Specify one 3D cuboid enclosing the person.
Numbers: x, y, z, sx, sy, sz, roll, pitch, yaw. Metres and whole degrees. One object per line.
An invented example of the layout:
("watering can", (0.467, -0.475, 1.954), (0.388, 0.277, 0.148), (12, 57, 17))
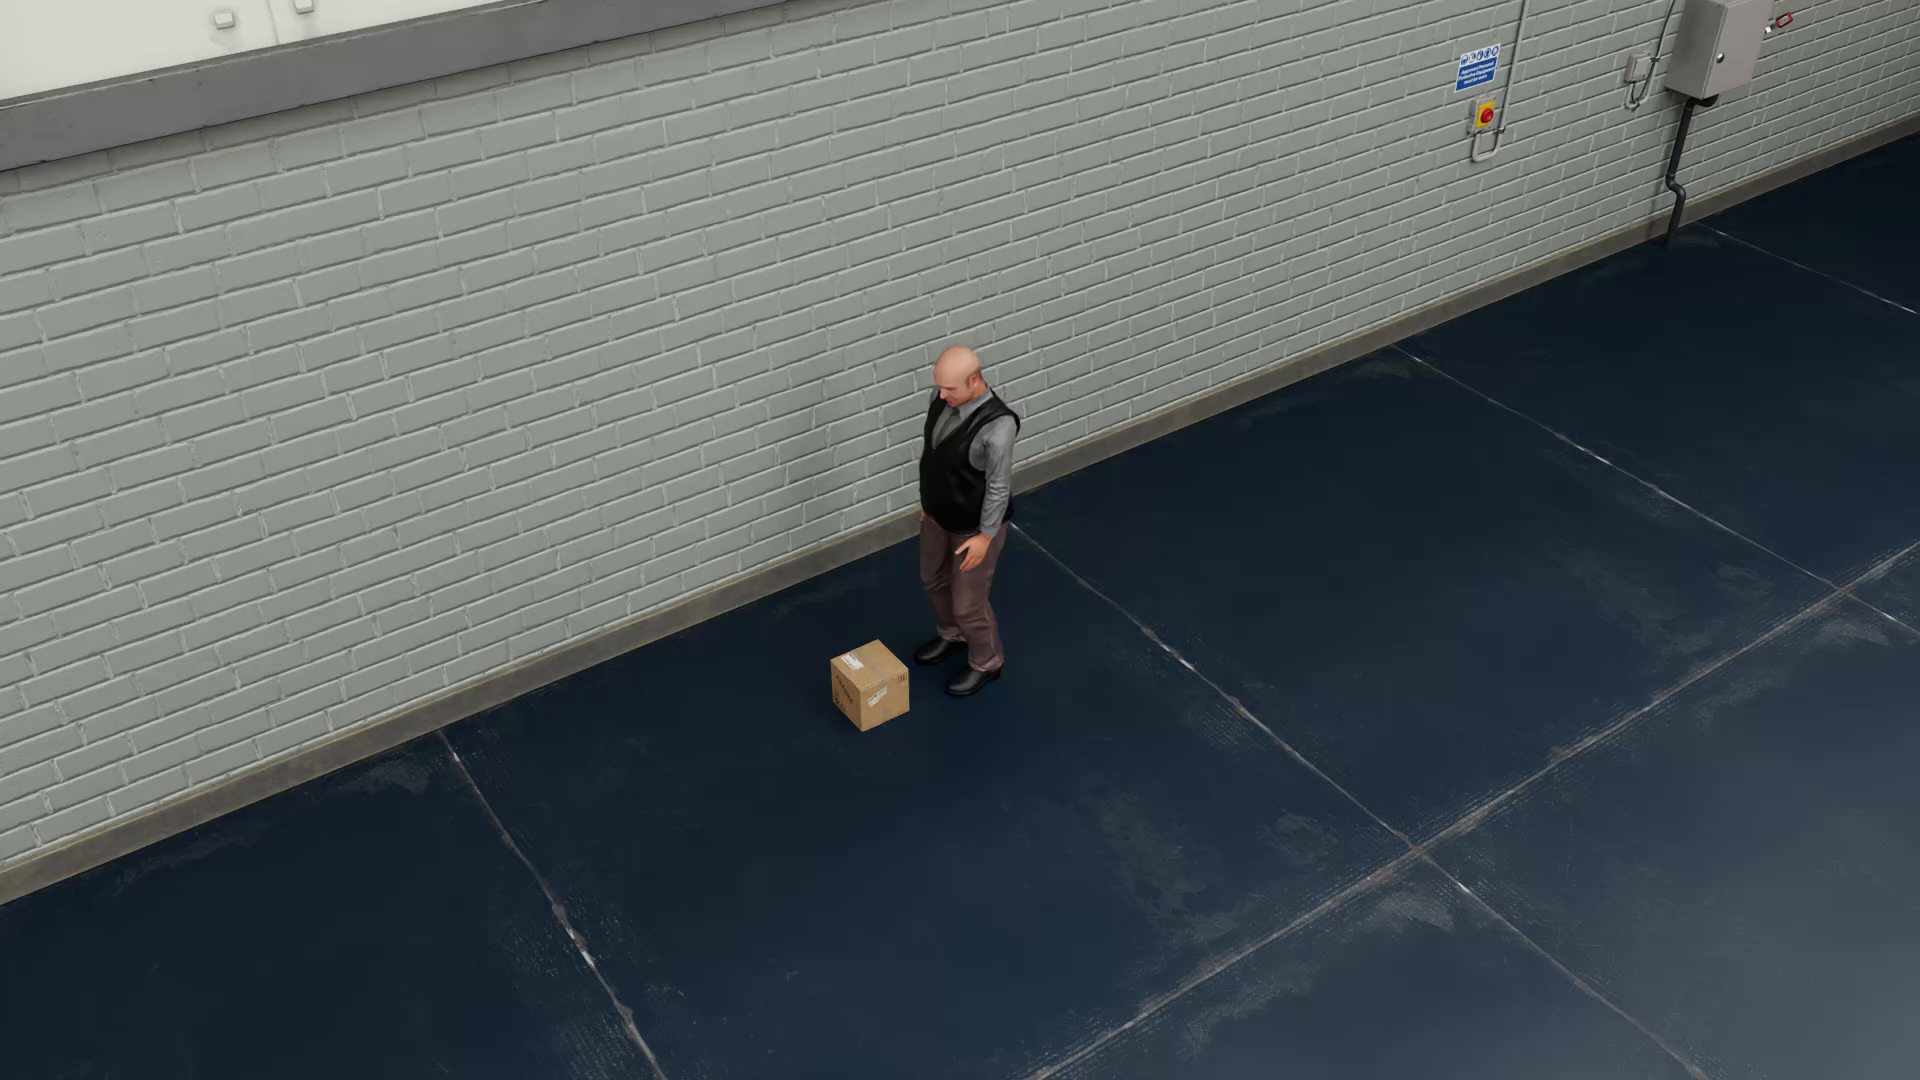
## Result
("person", (0.028, -0.093, 7.171), (0.363, 1.705, 0.540), (-22, 41, -27))
